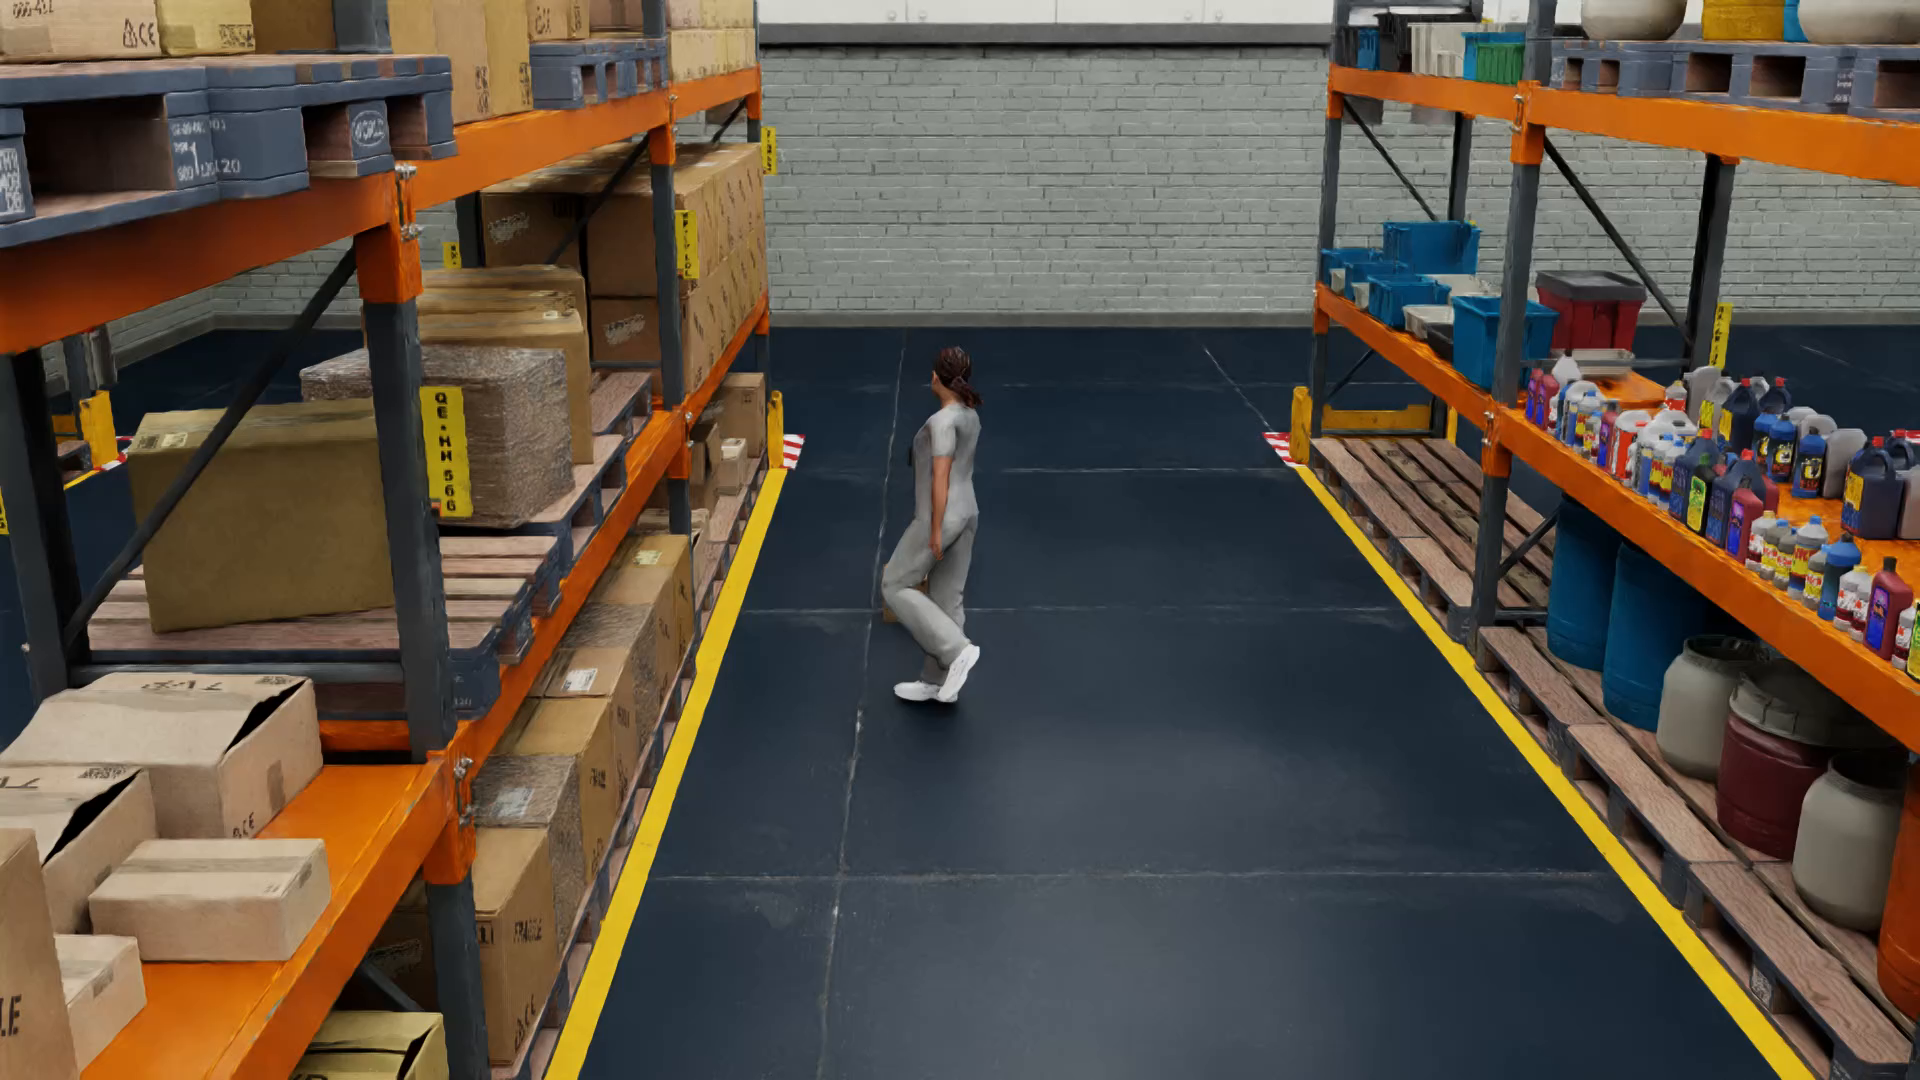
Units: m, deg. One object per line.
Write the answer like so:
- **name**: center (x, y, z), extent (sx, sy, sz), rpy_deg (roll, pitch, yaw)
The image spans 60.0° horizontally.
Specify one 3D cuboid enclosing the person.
- **person**: center (-0.109, -0.062, 7.743), extent (0.488, 1.641, 0.669), rpy_deg (7, 19, 23)
